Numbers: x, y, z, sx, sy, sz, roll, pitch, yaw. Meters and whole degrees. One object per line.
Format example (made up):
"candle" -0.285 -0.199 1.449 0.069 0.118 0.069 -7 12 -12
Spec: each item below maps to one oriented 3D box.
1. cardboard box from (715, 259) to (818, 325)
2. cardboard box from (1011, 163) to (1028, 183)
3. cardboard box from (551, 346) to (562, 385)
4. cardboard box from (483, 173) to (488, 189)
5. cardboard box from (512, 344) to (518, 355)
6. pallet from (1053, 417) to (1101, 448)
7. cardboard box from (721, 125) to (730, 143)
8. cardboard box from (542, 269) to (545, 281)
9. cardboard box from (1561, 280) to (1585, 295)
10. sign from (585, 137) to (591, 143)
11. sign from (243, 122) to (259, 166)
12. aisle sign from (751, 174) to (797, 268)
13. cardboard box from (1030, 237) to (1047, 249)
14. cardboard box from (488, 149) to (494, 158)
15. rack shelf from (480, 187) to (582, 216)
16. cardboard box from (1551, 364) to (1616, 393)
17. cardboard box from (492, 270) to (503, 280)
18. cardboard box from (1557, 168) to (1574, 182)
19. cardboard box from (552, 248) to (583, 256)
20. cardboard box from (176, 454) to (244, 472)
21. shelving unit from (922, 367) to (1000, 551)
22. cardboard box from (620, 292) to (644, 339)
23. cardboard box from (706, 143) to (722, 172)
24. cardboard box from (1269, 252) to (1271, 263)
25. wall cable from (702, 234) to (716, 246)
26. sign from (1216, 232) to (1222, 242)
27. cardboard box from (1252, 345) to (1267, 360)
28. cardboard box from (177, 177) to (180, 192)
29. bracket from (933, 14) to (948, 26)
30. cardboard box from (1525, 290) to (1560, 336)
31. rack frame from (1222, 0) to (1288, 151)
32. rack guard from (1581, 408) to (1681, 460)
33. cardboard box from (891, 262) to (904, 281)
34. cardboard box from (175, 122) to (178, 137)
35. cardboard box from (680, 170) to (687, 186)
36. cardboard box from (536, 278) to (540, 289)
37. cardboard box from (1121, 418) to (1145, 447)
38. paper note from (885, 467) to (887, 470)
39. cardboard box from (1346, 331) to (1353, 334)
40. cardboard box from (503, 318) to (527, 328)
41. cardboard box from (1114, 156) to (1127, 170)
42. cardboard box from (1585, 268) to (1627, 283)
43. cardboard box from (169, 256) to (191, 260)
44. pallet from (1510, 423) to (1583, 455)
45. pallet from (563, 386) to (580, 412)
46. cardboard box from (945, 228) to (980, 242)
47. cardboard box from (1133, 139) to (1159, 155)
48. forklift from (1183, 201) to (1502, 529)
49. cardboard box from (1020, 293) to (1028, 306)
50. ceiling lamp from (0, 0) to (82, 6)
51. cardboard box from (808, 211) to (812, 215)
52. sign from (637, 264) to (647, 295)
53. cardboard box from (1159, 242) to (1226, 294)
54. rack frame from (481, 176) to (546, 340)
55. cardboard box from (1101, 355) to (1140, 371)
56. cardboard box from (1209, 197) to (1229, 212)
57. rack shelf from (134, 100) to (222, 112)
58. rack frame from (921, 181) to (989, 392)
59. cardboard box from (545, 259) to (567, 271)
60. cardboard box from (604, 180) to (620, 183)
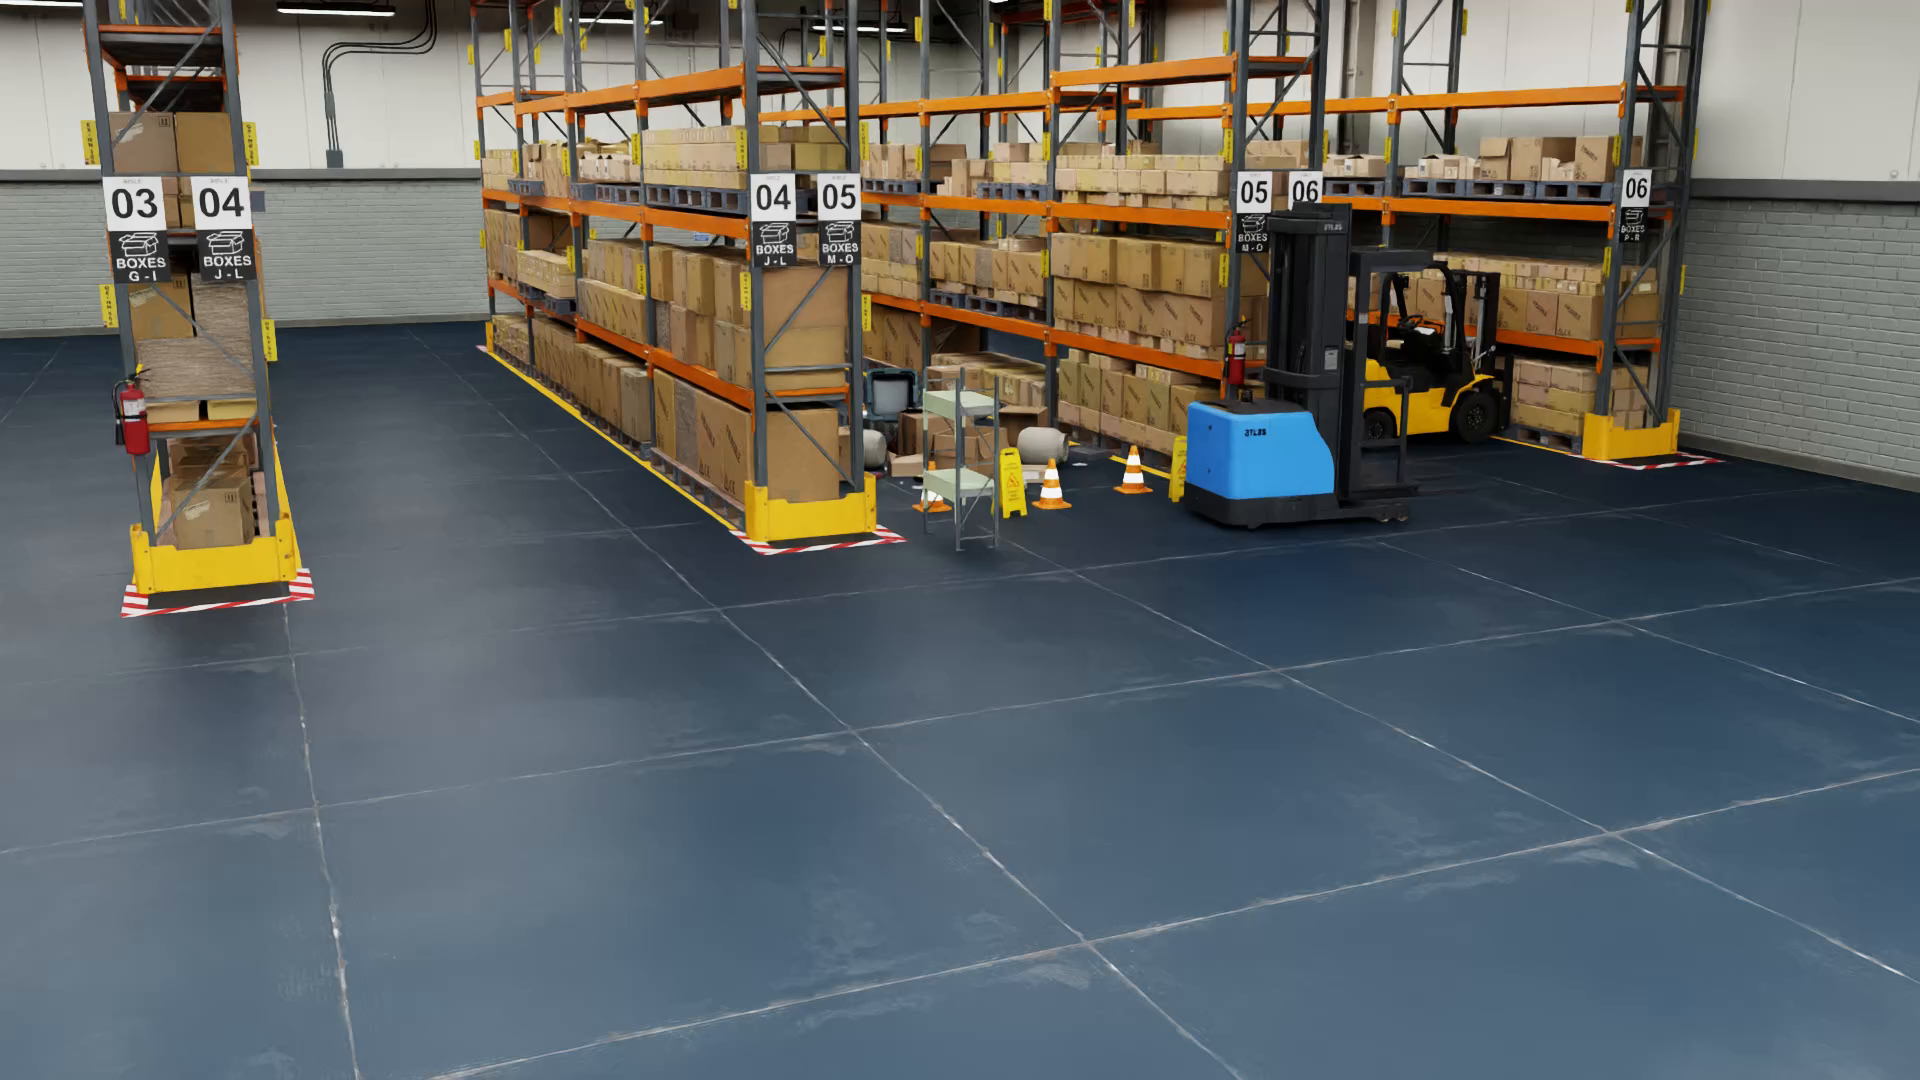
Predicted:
"cardboard box" -1.777 -2.316 15.498 0.875 0.550 0.550 -6 14 -23
"cardboard box" 0.969 -4.632 20.978 0.500 0.250 0.500 -5 14 -22
"cardboard box" -5.498 -2.499 23.627 0.500 0.500 0.500 -6 14 -25
"cardboard box" -7.823 -6.110 28.296 0.500 0.250 0.500 -5 14 -21
"cardboard box" -7.050 -3.091 26.962 0.380 0.149 0.250 -6 14 -23
"pallet" 1.835 -1.332 20.157 1.003 0.211 1.213 -6 14 -23
"cardboard box" -1.904 -3.603 14.769 0.380 0.149 0.250 -6 14 -23
"cardboard box" -5.593 -3.685 23.106 0.380 0.149 0.250 -6 14 -23
"cardboard box" 7.157 -2.910 19.130 0.380 0.149 0.250 -5 14 -22
"sign" -5.659 -5.967 25.326 0.100 0.325 0.005 -6 14 -23
"sign" -5.447 -3.041 12.765 0.100 0.325 0.005 -6 14 -23
"aisle sign" -1.606 -2.756 14.362 0.394 0.787 0.004 -6 14 -23
"cardboard box" 1.139 -3.885 21.750 0.380 0.149 0.250 -5 14 -20
"cardboard box" -7.623 -6.409 27.595 0.380 0.149 0.250 -5 14 -22
"rack shelf" -6.968 -5.535 27.076 1.077 0.370 4.000 -6 14 -23
"cardboard box" 7.212 -1.868 19.237 0.500 0.250 0.500 -5 14 -21
"cardboard box" -7.741 -4.509 28.257 0.380 0.149 0.250 -6 14 -25
"cardboard box" 7.072 -4.185 19.050 0.380 0.149 0.250 -6 14 -25
"cardboard box" -6.134 -4.330 26.043 0.500 0.500 0.500 -6 14 -24
"cardboard box" -6.684 -0.473 14.875 0.500 0.500 0.500 -4 14 -18
"shelving unit" 0.003 -0.729 14.695 0.431 1.500 0.755 -6 14 -23
"cardboard box" -3.618 -2.595 19.207 0.500 0.500 0.500 -6 14 -24
"cardboard box" -2.011 -3.498 15.197 0.500 0.250 0.500 -6 14 -23
"cardboard box" 4.686 -4.215 24.770 0.380 0.149 0.250 -5 14 -22
"wall cable" -5.554 -6.978 36.046 0.585 1.953 0.123 -6 14 -23
"sign" 3.984 -4.576 25.597 0.100 0.325 0.005 -6 14 -23
"cardboard box" 3.189 -1.966 17.270 0.380 0.149 0.250 -6 14 -23
"cardboard box" -6.656 -2.939 13.714 0.380 0.149 0.250 -5 14 -22
"bracket" -0.422 -11.613 37.104 0.235 0.232 0.430 -6 14 -23
"cardboard box" 7.045 -2.683 19.590 0.500 0.500 0.500 -5 14 -21
"rack frame" 4.478 -7.024 25.263 1.000 3.000 0.127 -6 14 -23
"rack guard" 7.692 -1.226 19.058 1.175 0.500 0.348 -6 14 -23
"cardboard box" -0.705 -4.006 24.749 0.500 0.250 0.500 -6 14 -24
"cardboard box" -11.122 -5.907 24.051 0.500 0.250 0.500 -7 15 -27
"cardboard box" -2.518 -3.530 16.222 0.380 0.149 0.250 -5 14 -22
"cardboard box" -5.804 -3.649 23.608 0.380 0.149 0.250 -6 14 -26
"cardboard box" 2.150 -1.223 18.667 0.500 0.250 0.500 -6 14 -25
"paper note" -0.741 -0.792 18.244 0.172 0.023 0.155 -1 13 -4
"cardboard box" 5.254 -2.746 24.416 0.875 0.625 0.625 -6 14 -25
"cardboard box" -7.491 -3.650 28.062 0.380 0.149 0.250 -6 14 -26
"cardboard box" 1.932 -4.195 18.478 0.380 0.149 0.250 -6 14 -24
"cardboard box" 7.346 -3.013 18.917 0.380 0.149 0.250 -6 14 -23
"cardboard box" -7.198 -2.289 15.010 0.500 0.500 0.500 -6 14 -23
"pallet" 7.337 -1.245 19.779 1.003 0.211 1.213 -6 14 -23
"pallet" -4.876 -1.988 22.989 1.003 0.211 1.213 -6 14 -23
"cardboard box" -0.042 -4.312 24.410 0.500 0.500 0.500 -6 14 -25
"cardboard box" 3.197 -6.758 28.592 0.396 0.266 0.258 -6 14 -23
"forklift" 3.725 -1.703 15.729 3.031 2.935 1.130 -4 14 -18
"cardboard box" 0.985 -3.046 21.003 0.380 0.149 0.250 -6 14 -25
"ceiling lamp" -15.660 -10.511 27.384 2.000 3.185 0.800 -6 14 -23
"cardboard box" -2.434 -5.581 28.455 0.380 0.149 0.250 -6 14 -23
"sign" -3.455 -2.833 18.064 0.100 0.325 0.005 -6 14 -23
"cardboard box" 2.535 -2.871 17.525 0.700 0.500 0.500 -5 14 -22
"rack frame" -7.769 -4.837 29.118 1.000 3.000 0.127 -6 14 -23
"cardboard box" 1.835 -2.034 19.069 0.380 0.149 0.250 -5 14 -20
"cardboard box" 2.736 -3.387 16.757 0.380 0.149 0.250 -6 14 -23
"rack shelf" -9.950 -5.548 21.366 1.077 0.370 4.000 -6 14 -23
"rack frame" -0.069 -3.652 23.999 1.000 3.000 0.127 -6 14 -23
"cardboard box" -5.494 -3.777 22.845 0.380 0.149 0.250 -5 14 -21
"cardboard box" -4.549 -4.837 22.241 0.500 0.500 0.500 -6 14 -23
